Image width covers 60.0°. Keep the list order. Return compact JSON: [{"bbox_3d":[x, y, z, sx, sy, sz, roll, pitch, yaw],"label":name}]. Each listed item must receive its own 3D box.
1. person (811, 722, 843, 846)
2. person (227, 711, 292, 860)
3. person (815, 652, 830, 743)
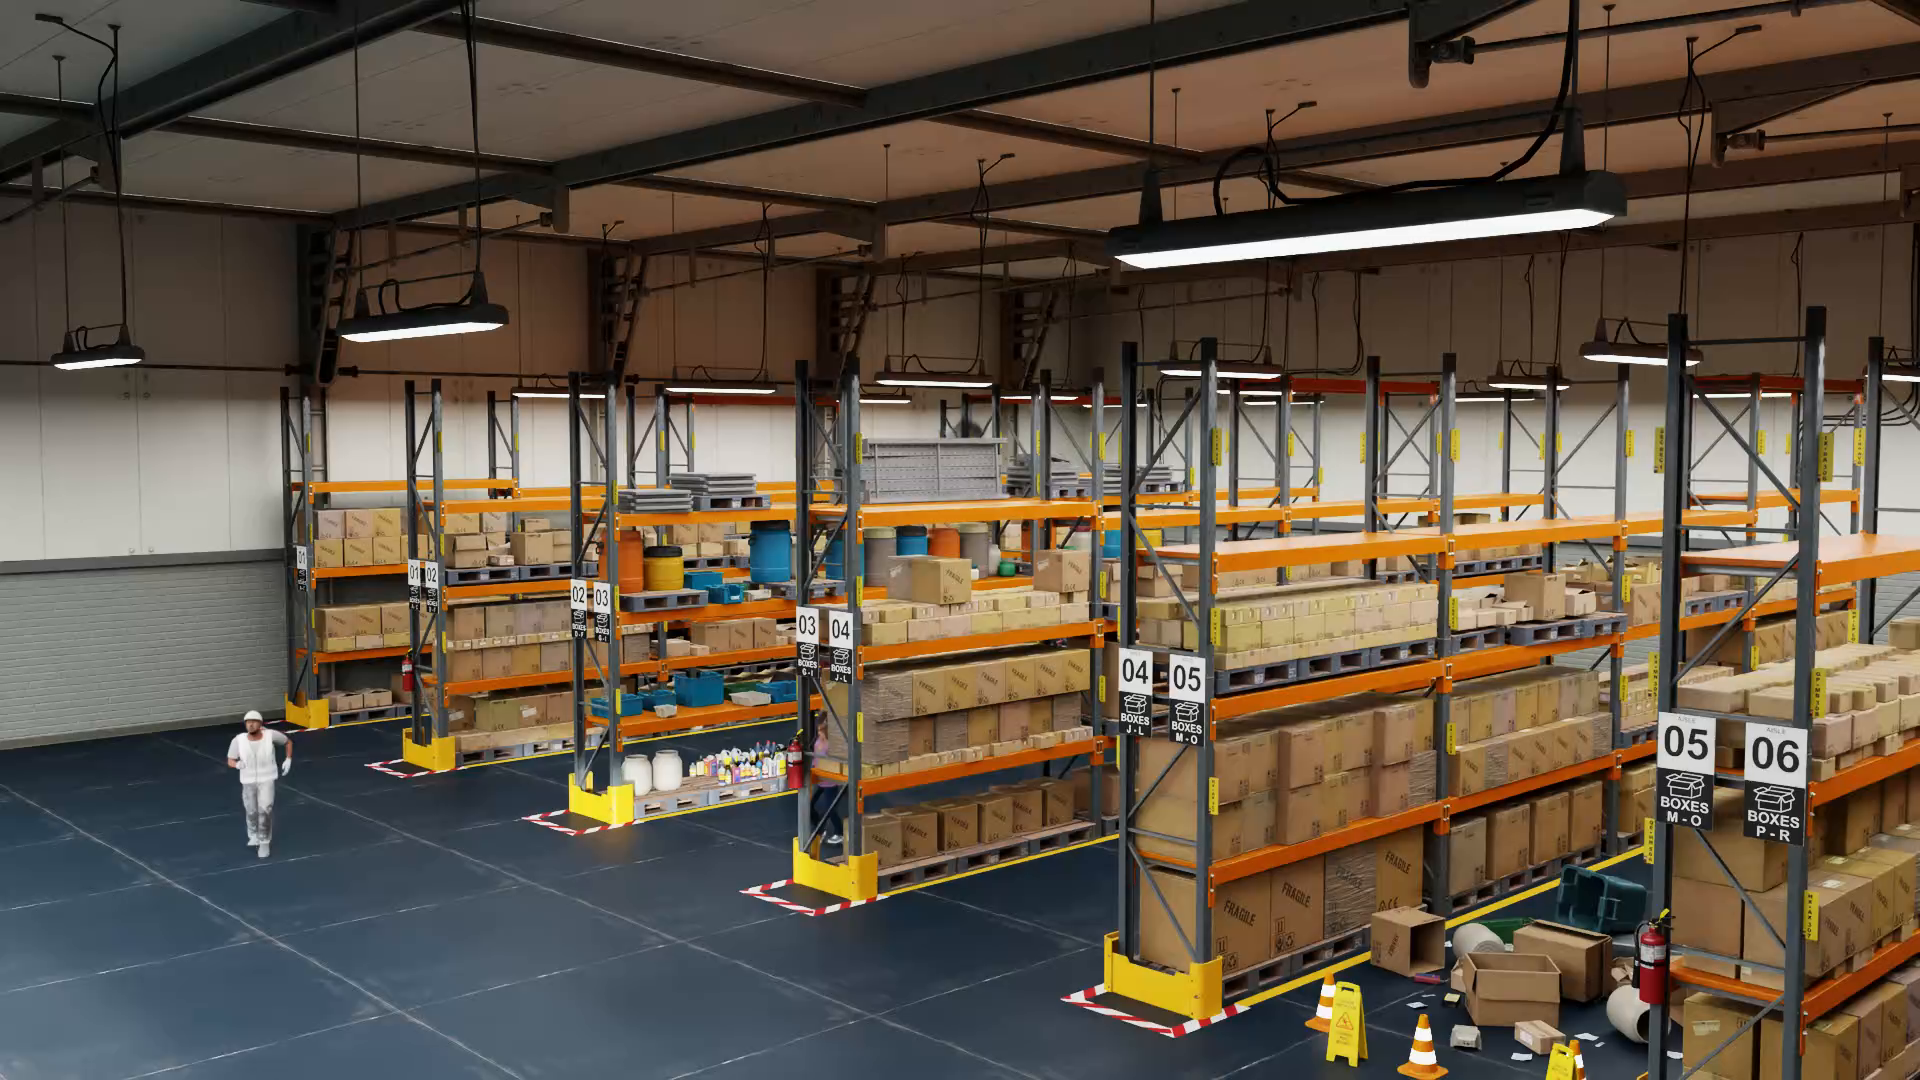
[{"bbox_3d":[-1.689,3.099,20.655,0.513,1.513,0.682,3,5,39],"label":"person"},{"bbox_3d":[-8.574,2.974,20.360,0.694,1.806,0.903,-1,4,-12],"label":"person"},{"bbox_3d":[-2.059,2.563,27.170,0.661,1.731,0.956,3,5,44],"label":"person"}]
